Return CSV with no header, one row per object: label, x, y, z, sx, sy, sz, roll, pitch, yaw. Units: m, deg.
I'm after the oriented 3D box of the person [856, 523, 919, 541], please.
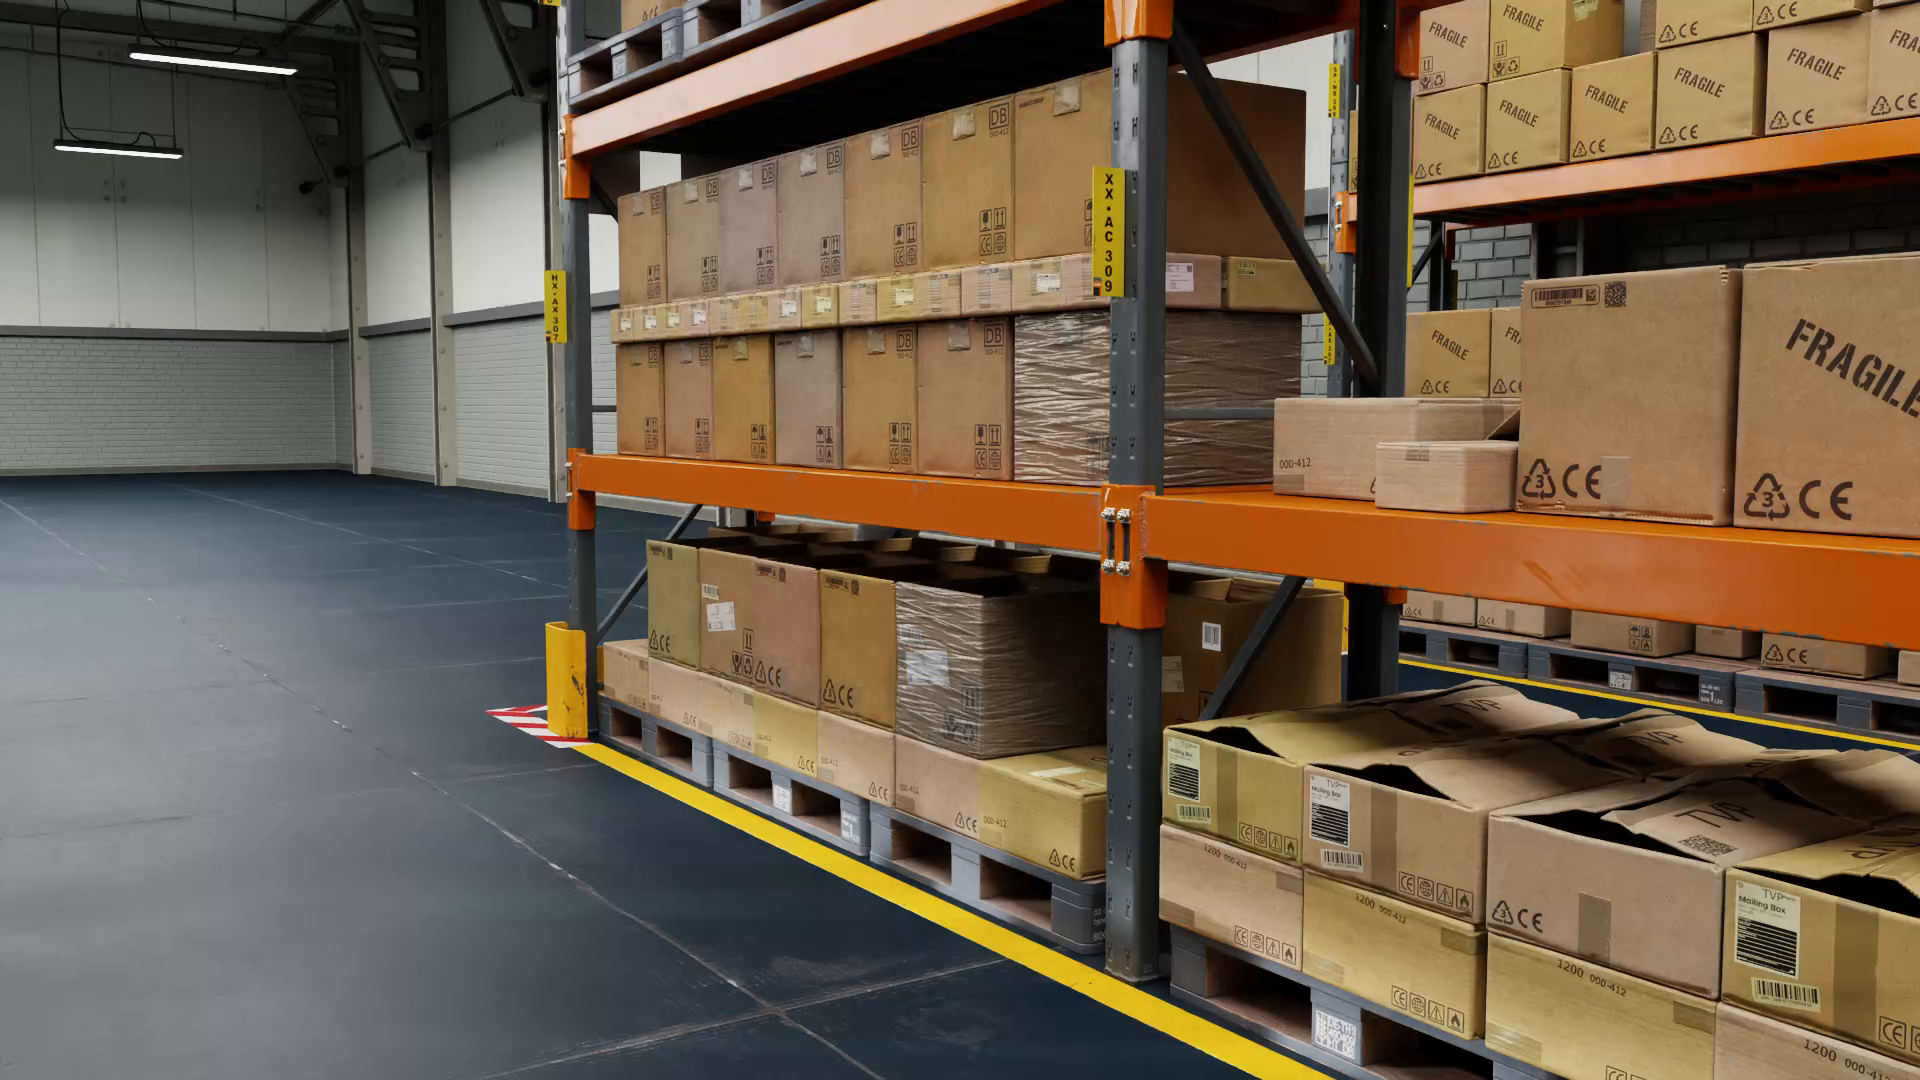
person,-0.467,-0.104,9.915,0.450,1.646,0.517,-3,6,-33
